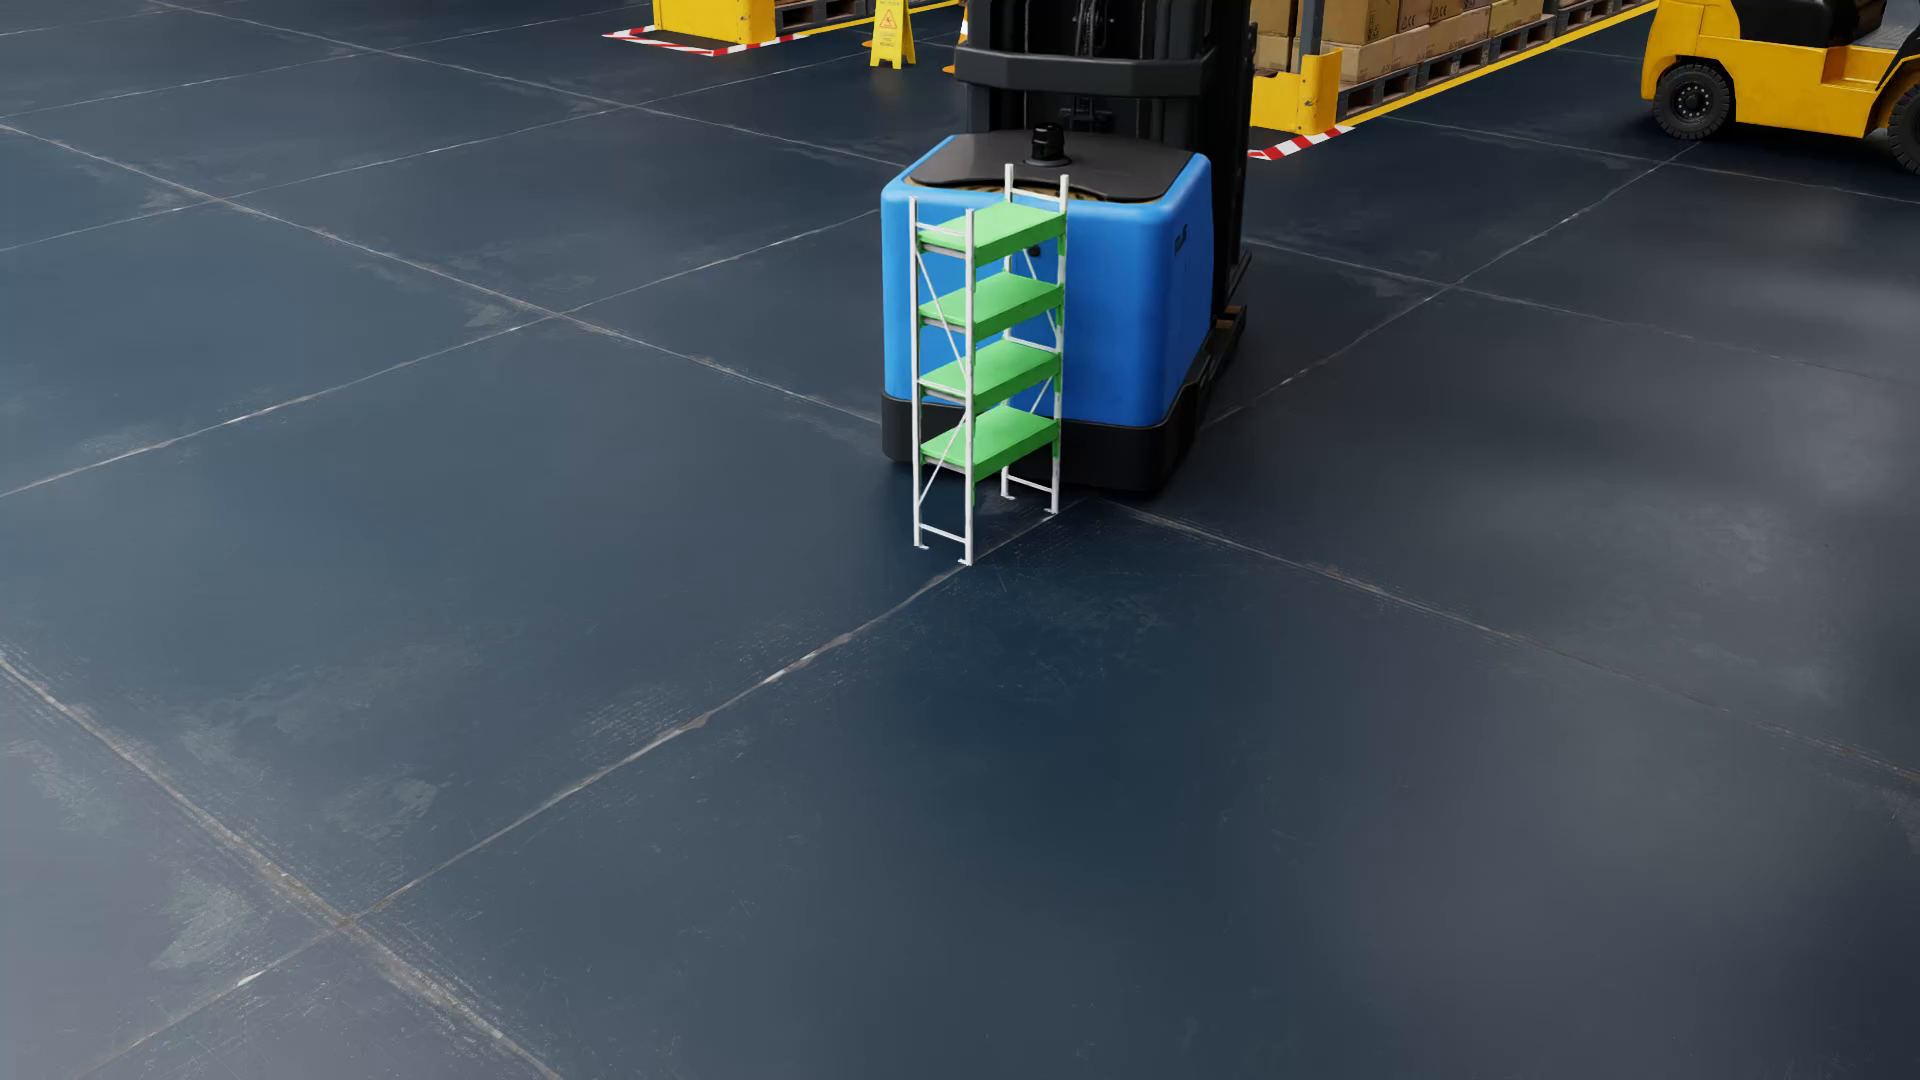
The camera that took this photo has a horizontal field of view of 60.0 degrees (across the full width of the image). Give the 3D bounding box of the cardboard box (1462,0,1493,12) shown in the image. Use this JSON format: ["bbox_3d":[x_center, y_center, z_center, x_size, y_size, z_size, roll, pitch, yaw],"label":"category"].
[{"bbox_3d":[3.597,-4.187,12.205,0.500,0.500,0.500,23,35,37],"label":"cardboard box"}]

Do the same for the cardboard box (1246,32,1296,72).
[{"bbox_3d":[2.190,-3.460,11.615,0.500,0.250,0.500,21,34,34],"label":"cardboard box"}]

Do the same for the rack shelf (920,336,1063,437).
[{"bbox_3d":[0.096,-0.512,5.479,0.258,0.148,0.480,20,33,33],"label":"rack shelf"}]

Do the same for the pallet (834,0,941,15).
[{"bbox_3d":[-0.791,-5.030,15.150,1.003,0.211,1.213,21,34,34],"label":"pallet"}]

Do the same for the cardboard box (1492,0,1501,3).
[{"bbox_3d":[3.921,-4.368,12.555,0.500,0.500,0.500,21,34,35],"label":"cardboard box"}]

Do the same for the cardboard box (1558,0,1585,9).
[{"bbox_3d":[4.744,-4.745,13.967,0.950,0.372,0.625,21,34,35],"label":"cardboard box"}]

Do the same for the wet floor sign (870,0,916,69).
[{"bbox_3d":[-0.507,-3.897,12.487,0.267,0.644,0.232,15,31,26],"label":"wet floor sign"}]

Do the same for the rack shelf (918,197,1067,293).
[{"bbox_3d":[0.096,-0.938,5.259,0.258,0.148,0.480,20,33,33],"label":"rack shelf"}]

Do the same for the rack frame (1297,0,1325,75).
[{"bbox_3d":[1.868,-4.121,10.358,1.000,3.000,0.127,21,34,34],"label":"rack frame"}]

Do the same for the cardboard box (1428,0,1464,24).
[{"bbox_3d":[3.264,-3.995,11.834,0.500,0.500,0.500,22,34,35],"label":"cardboard box"}]

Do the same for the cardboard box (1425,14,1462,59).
[{"bbox_3d":[3.262,-3.667,12.016,0.500,0.250,0.500,24,35,38],"label":"cardboard box"}]

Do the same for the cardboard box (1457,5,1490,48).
[{"bbox_3d":[3.586,-3.846,12.361,0.500,0.250,0.500,21,34,35],"label":"cardboard box"}]

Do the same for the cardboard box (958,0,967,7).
[{"bbox_3d":[0.333,-4.991,14.756,0.500,0.500,0.500,-21,34,-35],"label":"cardboard box"}]

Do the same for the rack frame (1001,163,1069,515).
[{"bbox_3d":[0.247,-0.657,5.620,0.240,1.200,0.015,20,33,33],"label":"rack frame"}]

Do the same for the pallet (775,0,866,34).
[{"bbox_3d":[-1.568,-4.600,14.318,1.003,0.211,1.213,21,34,34],"label":"pallet"}]

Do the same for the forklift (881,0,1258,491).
[{"bbox_3d":[0.635,-2.132,6.587,1.130,2.935,3.031,8,28,15],"label":"forklift"}]

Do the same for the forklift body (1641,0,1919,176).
[{"bbox_3d":[5.499,-3.500,10.081,2.313,2.155,1.214,21,34,34],"label":"forklift body"}]

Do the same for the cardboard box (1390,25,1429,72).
[{"bbox_3d":[2.925,-3.470,11.635,0.500,0.250,0.500,22,35,36],"label":"cardboard box"}]

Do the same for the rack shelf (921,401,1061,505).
[{"bbox_3d":[0.096,-0.299,5.590,0.258,0.148,0.480,20,33,33],"label":"rack shelf"}]

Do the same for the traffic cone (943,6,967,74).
[{"bbox_3d":[0.073,-3.728,12.358,0.336,0.463,0.334,21,34,34],"label":"traffic cone"}]

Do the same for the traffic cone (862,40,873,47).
[{"bbox_3d":[-0.582,-4.178,13.229,0.336,0.463,0.334,21,34,34],"label":"traffic cone"}]

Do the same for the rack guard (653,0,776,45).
[{"bbox_3d":[-2.031,-4.413,13.643,1.175,0.500,0.348,21,34,34],"label":"rack guard"}]

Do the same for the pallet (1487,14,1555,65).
[{"bbox_3d":[4.012,-4.052,13.259,1.003,0.211,1.213,21,34,34],"label":"pallet"}]

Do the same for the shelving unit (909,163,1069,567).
[{"bbox_3d":[0.096,-0.569,5.450,0.258,1.200,0.503,20,33,33],"label":"shelving unit"}]

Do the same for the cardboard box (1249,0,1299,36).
[{"bbox_3d":[2.176,-3.780,11.417,0.500,0.500,0.500,21,34,35],"label":"cardboard box"}]

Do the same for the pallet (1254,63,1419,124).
[{"bbox_3d":[2.460,-3.187,11.587,1.003,0.211,1.213,21,34,34],"label":"pallet"}]

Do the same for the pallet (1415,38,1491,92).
[{"bbox_3d":[3.237,-3.618,12.420,1.003,0.211,1.213,21,34,34],"label":"pallet"}]

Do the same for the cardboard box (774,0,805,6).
[{"bbox_3d":[-1.636,-5.034,13.979,0.875,0.875,0.875,21,34,35],"label":"cardboard box"}]

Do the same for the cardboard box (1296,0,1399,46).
[{"bbox_3d":[2.609,-3.633,11.134,0.500,0.500,0.500,19,33,33],"label":"cardboard box"}]

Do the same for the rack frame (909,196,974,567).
[{"bbox_3d":[-0.056,-0.481,5.280,0.240,1.200,0.015,20,33,33],"label":"rack frame"}]

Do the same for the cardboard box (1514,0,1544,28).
[{"bbox_3d":[4.244,-4.216,13.077,0.500,0.250,0.500,23,35,37],"label":"cardboard box"}]

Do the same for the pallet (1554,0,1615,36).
[{"bbox_3d":[4.906,-4.577,14.274,1.003,0.211,1.213,21,34,34],"label":"pallet"}]

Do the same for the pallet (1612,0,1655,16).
[{"bbox_3d":[5.682,-5.012,15.114,1.003,0.211,1.213,21,34,34],"label":"pallet"}]

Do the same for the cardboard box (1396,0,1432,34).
[{"bbox_3d":[2.938,-3.820,11.495,0.500,0.500,0.500,19,33,33],"label":"cardboard box"}]

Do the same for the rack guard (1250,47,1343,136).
[{"bbox_3d":[1.916,-3.038,10.984,1.175,0.500,0.348,21,34,34],"label":"rack guard"}]

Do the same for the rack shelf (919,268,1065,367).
[{"bbox_3d":[0.096,-0.725,5.369,0.258,0.148,0.480,20,33,33],"label":"rack shelf"}]

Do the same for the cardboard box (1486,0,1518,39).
[{"bbox_3d":[3.913,-4.025,12.707,0.500,0.250,0.500,20,33,33],"label":"cardboard box"}]

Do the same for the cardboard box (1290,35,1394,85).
[{"bbox_3d":[2.594,-3.291,11.289,0.500,0.250,0.500,20,34,34],"label":"cardboard box"}]

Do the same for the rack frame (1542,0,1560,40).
[{"bbox_3d":[4.412,-5.539,13.099,1.000,3.000,0.127,21,34,34],"label":"rack frame"}]
